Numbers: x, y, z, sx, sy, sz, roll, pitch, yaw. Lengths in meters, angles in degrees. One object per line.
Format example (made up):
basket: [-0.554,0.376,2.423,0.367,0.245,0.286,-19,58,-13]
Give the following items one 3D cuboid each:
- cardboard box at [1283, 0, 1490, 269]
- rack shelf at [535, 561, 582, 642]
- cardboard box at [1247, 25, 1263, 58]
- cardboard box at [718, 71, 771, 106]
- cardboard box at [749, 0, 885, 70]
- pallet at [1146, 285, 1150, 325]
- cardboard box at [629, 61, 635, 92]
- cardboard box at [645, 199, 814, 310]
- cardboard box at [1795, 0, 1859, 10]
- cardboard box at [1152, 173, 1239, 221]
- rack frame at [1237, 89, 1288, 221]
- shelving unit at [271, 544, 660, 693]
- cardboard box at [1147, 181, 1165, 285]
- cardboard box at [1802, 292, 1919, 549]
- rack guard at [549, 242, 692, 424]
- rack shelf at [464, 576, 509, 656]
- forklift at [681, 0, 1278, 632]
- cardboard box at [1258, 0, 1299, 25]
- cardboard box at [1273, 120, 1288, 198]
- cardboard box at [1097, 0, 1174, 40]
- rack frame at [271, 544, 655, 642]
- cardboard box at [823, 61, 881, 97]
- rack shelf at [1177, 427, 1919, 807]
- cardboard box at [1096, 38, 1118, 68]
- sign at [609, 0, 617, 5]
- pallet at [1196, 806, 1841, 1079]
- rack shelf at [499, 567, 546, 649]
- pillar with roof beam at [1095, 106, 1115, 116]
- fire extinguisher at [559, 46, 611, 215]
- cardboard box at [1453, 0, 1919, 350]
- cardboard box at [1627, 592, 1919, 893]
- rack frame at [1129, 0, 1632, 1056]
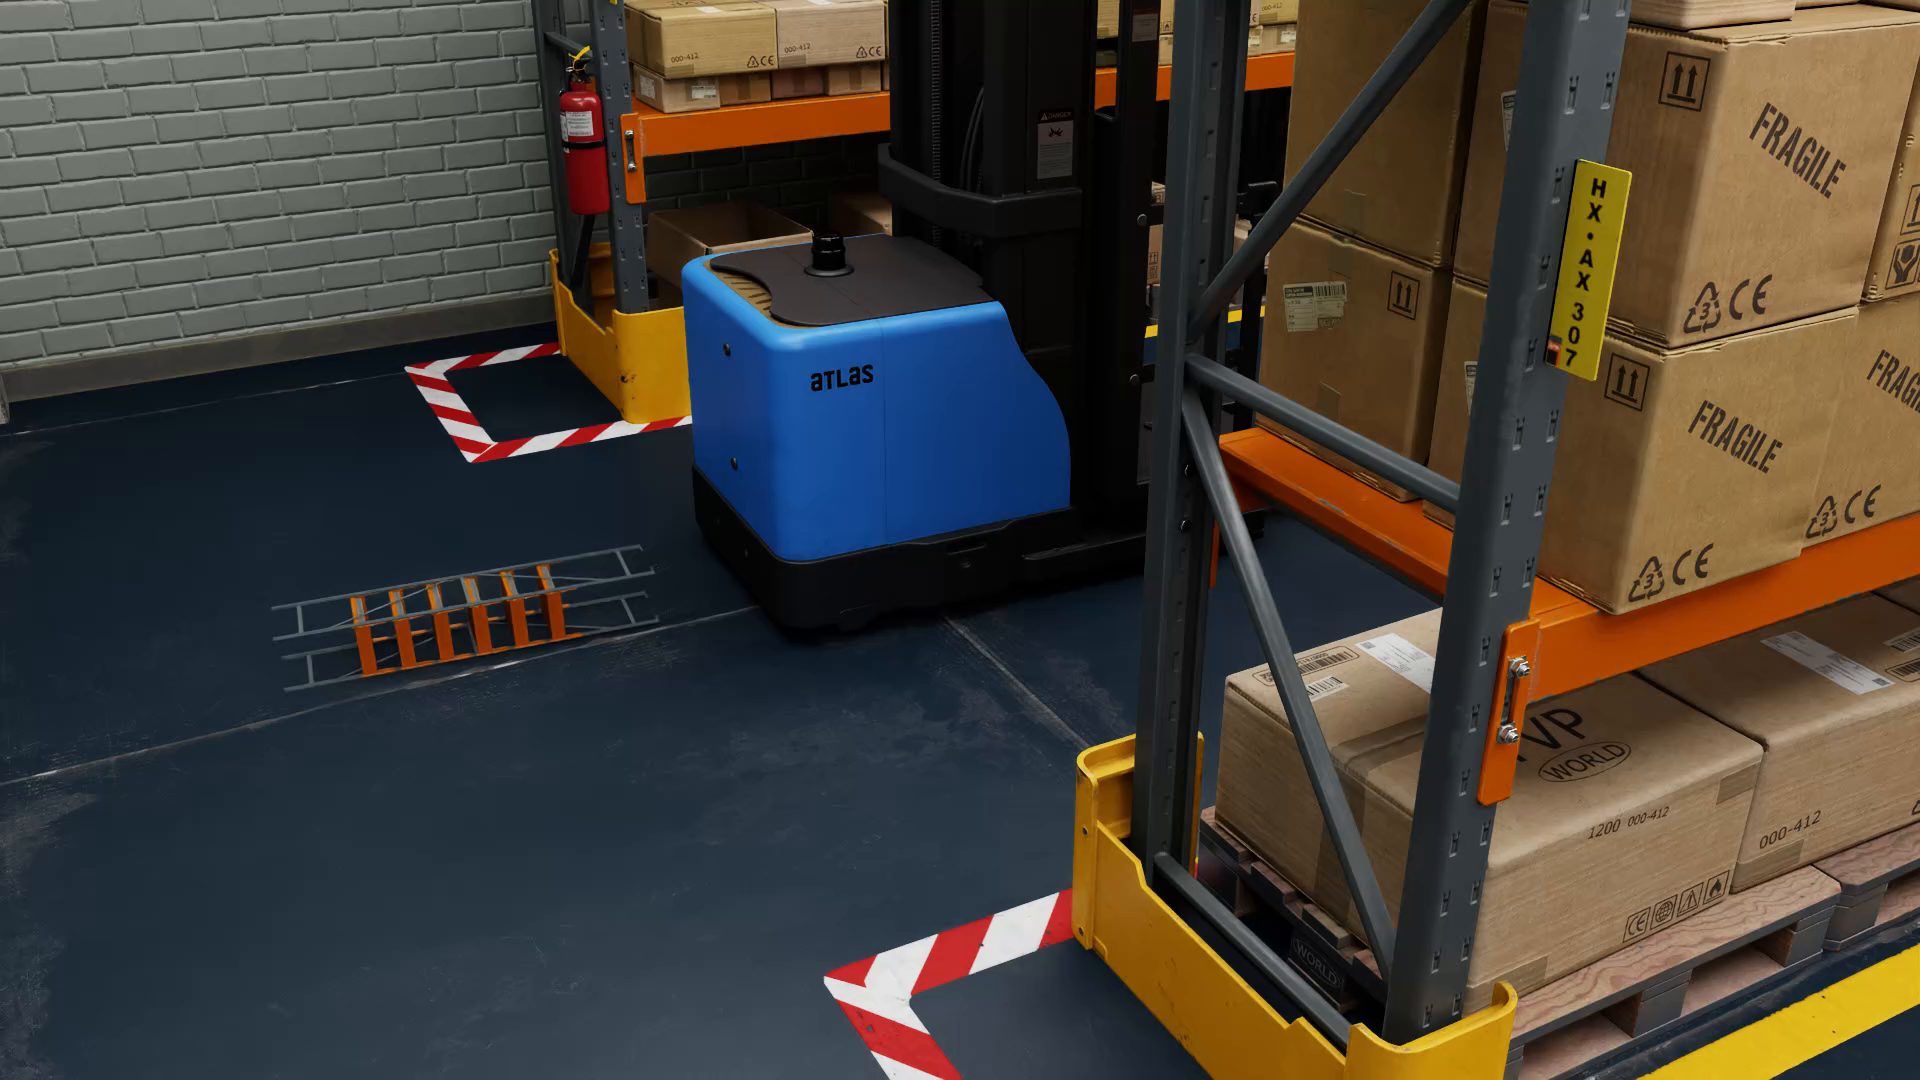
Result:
cardboard box: [1.019,-0.883,3.353,0.500,0.500,0.500,-12,28,-23]
rack shelf: [-1.357,0.200,5.602,0.103,0.180,0.258,-10,27,-20]
cardboard box: [1.296,-2.510,8.302,0.250,0.149,0.380,-12,28,-24]
cardboard box: [-1.012,-2.012,7.264,0.250,0.149,0.380,-12,28,-24]
cardboard box: [-0.662,-2.252,7.304,0.500,0.250,0.500,-13,28,-25]
pallet: [0.211,-1.261,8.633,1.213,0.211,1.003,-13,29,-25]
cardboard box: [-1.468,-2.150,7.553,0.250,0.149,0.380,-13,29,-26]
cardboard box: [-1.049,-1.246,7.778,0.637,0.503,0.797,-14,29,-27]
cardboard box: [1.347,-1.034,2.917,0.250,0.149,0.380,-12,28,-24]
cardboard box: [1.202,-1.841,9.240,0.500,0.311,0.500,-12,28,-23]
rack frame: [1.896,-2.908,8.841,0.127,3.000,1.000,-13,29,-25]
shelving unit: [-1.621,0.248,5.507,1.200,0.189,0.258,-10,27,-20]
cardboard box: [0.639,-1.615,8.550,0.500,0.500,0.700,-14,29,-27]
cardboard box: [1.697,-0.345,3.388,0.500,0.500,0.500,-13,29,-26]
rack guard: [-1.567,-0.982,7.717,0.348,0.500,1.175,-13,29,-25]
rack shelf: [-1.580,0.241,5.522,0.103,0.180,0.258,-10,27,-20]
forklift: [0.563,-1.441,5.864,3.031,2.935,1.130,-12,28,-23]
cardboard box: [1.561,-2.778,8.399,0.500,0.250,0.500,-12,28,-24]
cardboard box: [2.190,-2.183,9.735,0.500,0.500,0.500,-13,29,-25]
cardboard box: [0.680,-2.573,7.974,0.500,0.250,0.500,-13,29,-25]
rack frame: [-1.622,0.166,5.467,1.200,0.006,0.240,-10,27,-20]
cardboard box: [-0.545,-2.107,7.462,0.250,0.149,0.380,-12,28,-23]
rack shelf: [2.470,-0.281,4.202,4.000,0.370,1.077,-13,29,-25]
cardboard box: [0.559,-2.394,8.061,0.250,0.149,0.380,-13,28,-24]
sign: [-1.378,-2.276,6.525,0.005,0.325,0.100,-13,29,-25]
pallet: [1.374,0.866,4.202,1.213,0.211,1.003,-13,29,-25]
rack shelf: [-1.469,0.221,5.562,0.103,0.180,0.258,-10,27,-20]
pillar with roof beam: [2.883,-4.171,4.540,0.400,9.000,9.100,-13,29,-25]
fire extinguisher: [-1.546,-1.684,6.812,0.183,0.674,0.296,-13,29,-25]
cardboard box: [1.263,-0.683,2.936,0.500,0.500,0.500,-14,29,-26]
cardboard box: [2.044,0.405,4.416,0.875,0.438,0.875,-12,28,-24]
rack frame: [0.705,-0.198,3.197,0.127,3.000,1.000,-13,29,-25]
